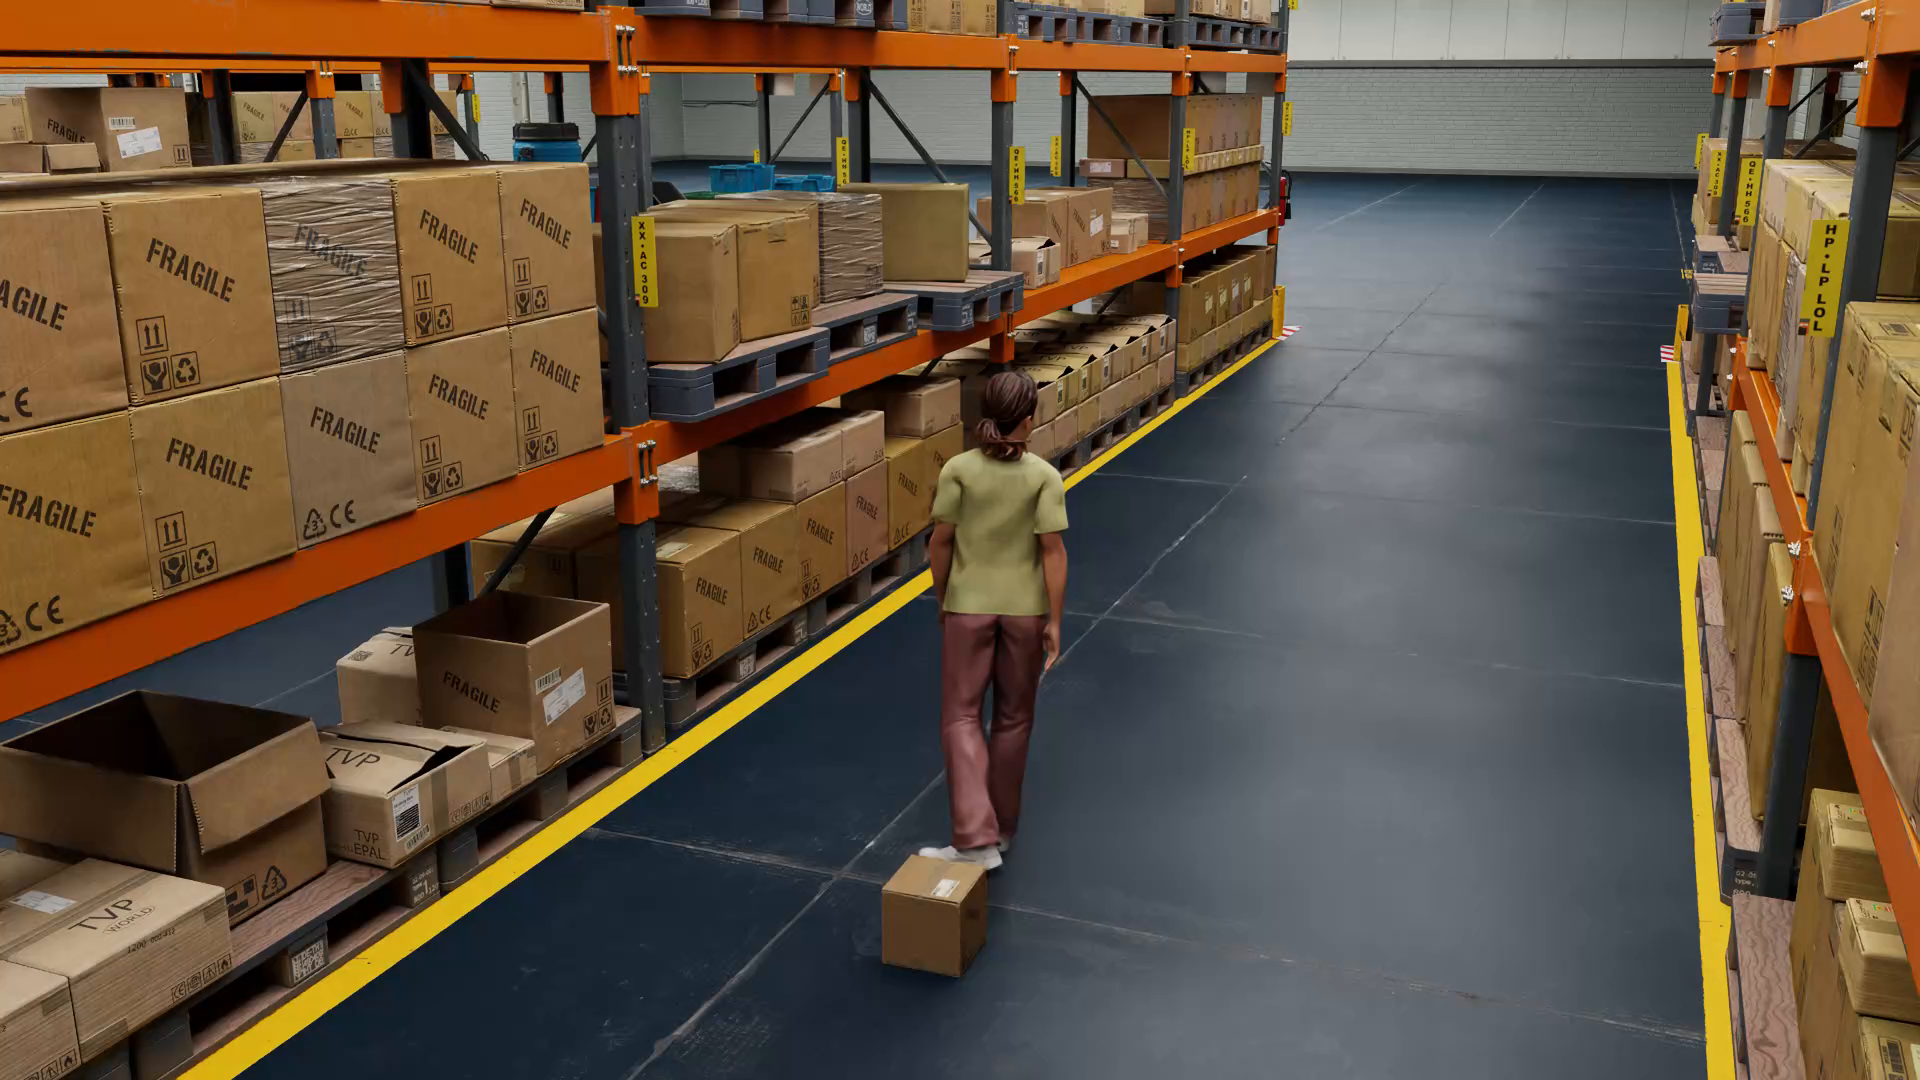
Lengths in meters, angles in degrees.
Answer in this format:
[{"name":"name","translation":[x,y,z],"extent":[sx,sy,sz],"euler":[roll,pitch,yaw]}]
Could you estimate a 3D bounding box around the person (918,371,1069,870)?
[{"name":"person","translation":[0.107,0.287,5.488],"extent":[0.495,1.666,0.647],"euler":[0,15,0]}]
